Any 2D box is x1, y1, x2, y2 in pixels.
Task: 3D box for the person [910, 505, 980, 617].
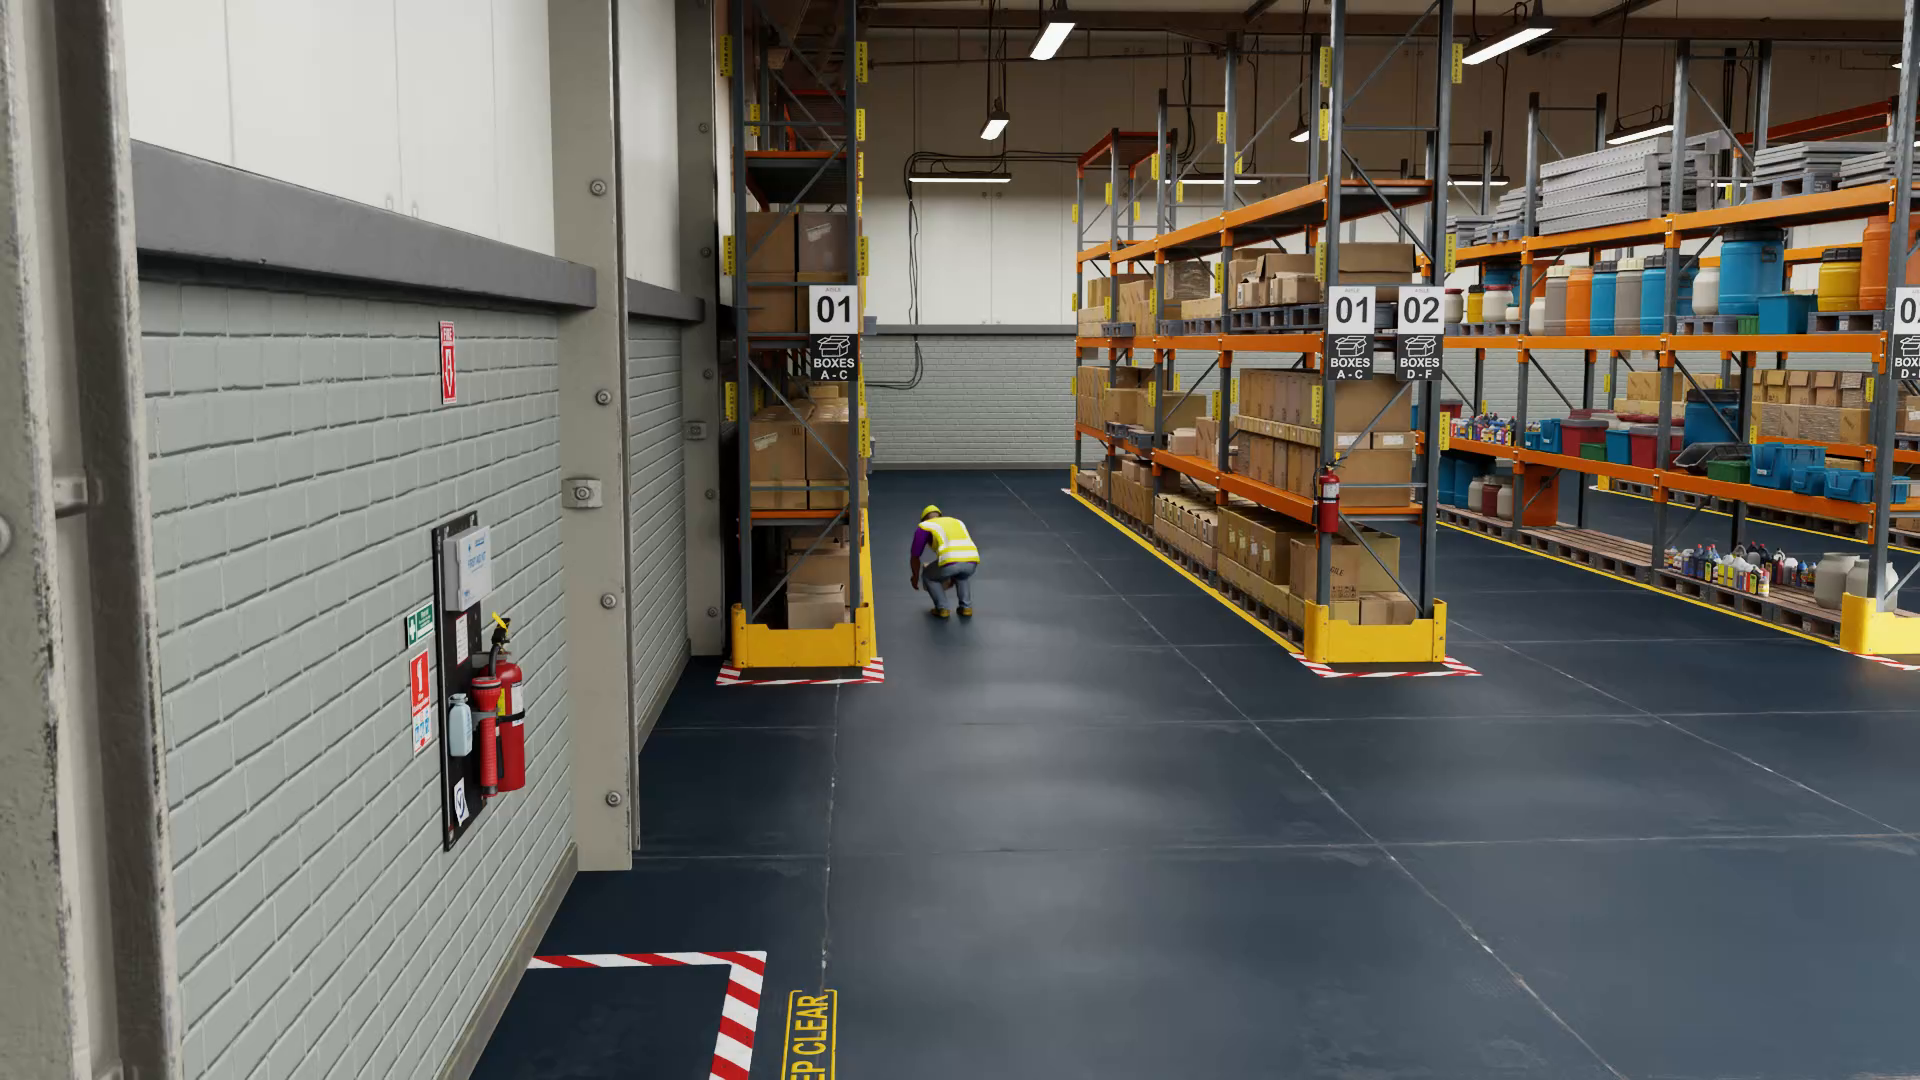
[{"bbox_3d":[-0.163,0.211,16.819,0.594,1.073,0.863,-3,7,-21],"label":"person"}]
